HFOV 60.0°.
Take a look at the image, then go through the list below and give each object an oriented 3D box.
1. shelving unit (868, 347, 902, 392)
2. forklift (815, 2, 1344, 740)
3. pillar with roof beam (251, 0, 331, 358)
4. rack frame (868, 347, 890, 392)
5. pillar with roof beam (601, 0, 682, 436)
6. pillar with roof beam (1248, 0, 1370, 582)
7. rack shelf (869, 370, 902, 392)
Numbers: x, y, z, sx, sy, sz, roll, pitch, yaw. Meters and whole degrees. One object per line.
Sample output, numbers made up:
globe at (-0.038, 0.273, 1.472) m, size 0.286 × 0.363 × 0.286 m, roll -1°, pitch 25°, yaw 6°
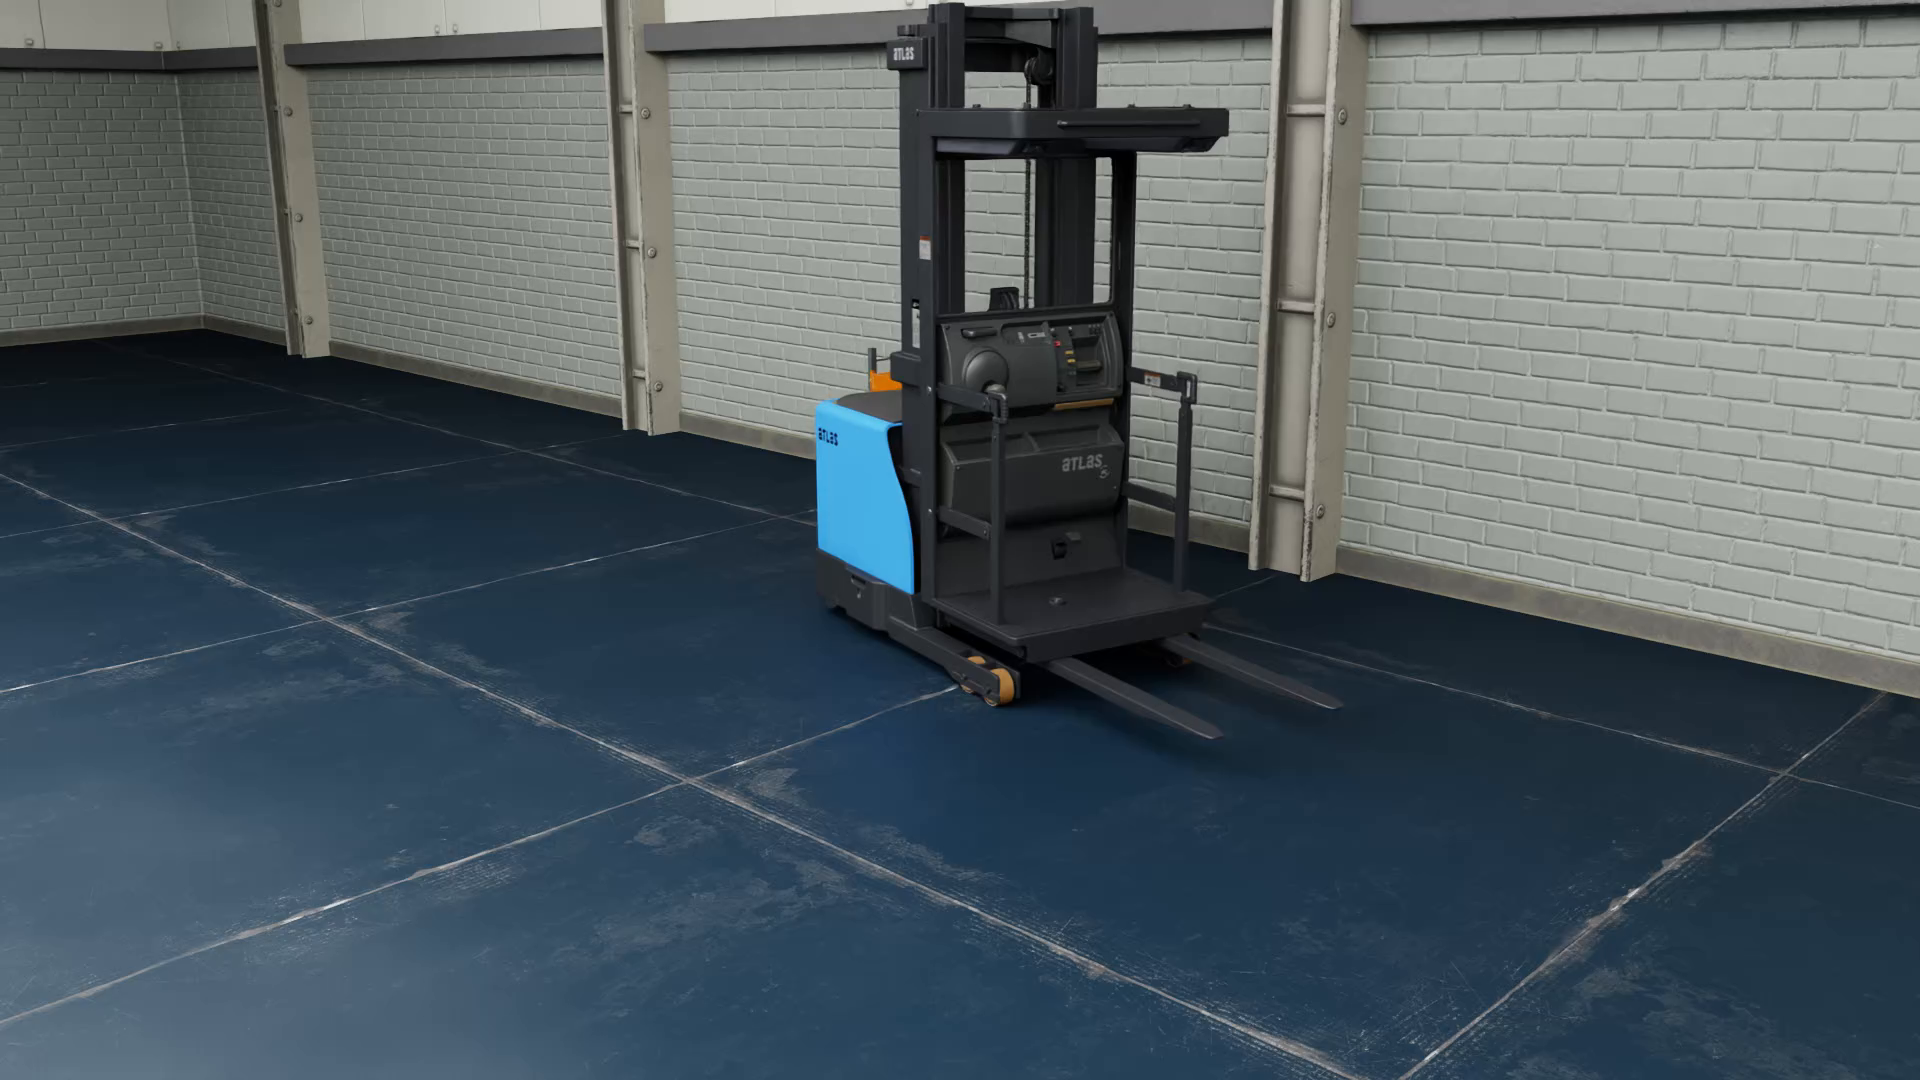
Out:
shelving unit at (0.005, -0.543, 9.786) m, size 1.048 × 1.125 × 0.538 m, roll 14°, pitch 20°, yaw 42°
forklift at (0.446, -0.832, 7.313) m, size 1.130 × 2.935 × 3.031 m, roll -9°, pitch 17°, yaw -30°
pillar with roof beam at (-9.767, -5.506, 13.218) m, size 0.400 × 9.000 × 9.100 m, roll 14°, pitch 20°, yaw 42°
rack frame at (-0.361, -0.632, 10.127) m, size 0.032 × 1.125 × 0.500 m, roll 14°, pitch 20°, yaw 42°
pillar with roof beam at (-5.448, -4.456, 9.188) m, size 0.400 × 9.000 × 9.100 m, roll 14°, pitch 20°, yaw 42°
pillar with roof beam at (-1.129, -3.406, 5.158) m, size 0.400 × 9.000 × 9.100 m, roll 14°, pitch 20°, yaw 42°
rack shelf at (0.005, -0.826, 9.712) m, size 1.000 × 0.278 × 0.538 m, roll 14°, pitch 20°, yaw 42°
